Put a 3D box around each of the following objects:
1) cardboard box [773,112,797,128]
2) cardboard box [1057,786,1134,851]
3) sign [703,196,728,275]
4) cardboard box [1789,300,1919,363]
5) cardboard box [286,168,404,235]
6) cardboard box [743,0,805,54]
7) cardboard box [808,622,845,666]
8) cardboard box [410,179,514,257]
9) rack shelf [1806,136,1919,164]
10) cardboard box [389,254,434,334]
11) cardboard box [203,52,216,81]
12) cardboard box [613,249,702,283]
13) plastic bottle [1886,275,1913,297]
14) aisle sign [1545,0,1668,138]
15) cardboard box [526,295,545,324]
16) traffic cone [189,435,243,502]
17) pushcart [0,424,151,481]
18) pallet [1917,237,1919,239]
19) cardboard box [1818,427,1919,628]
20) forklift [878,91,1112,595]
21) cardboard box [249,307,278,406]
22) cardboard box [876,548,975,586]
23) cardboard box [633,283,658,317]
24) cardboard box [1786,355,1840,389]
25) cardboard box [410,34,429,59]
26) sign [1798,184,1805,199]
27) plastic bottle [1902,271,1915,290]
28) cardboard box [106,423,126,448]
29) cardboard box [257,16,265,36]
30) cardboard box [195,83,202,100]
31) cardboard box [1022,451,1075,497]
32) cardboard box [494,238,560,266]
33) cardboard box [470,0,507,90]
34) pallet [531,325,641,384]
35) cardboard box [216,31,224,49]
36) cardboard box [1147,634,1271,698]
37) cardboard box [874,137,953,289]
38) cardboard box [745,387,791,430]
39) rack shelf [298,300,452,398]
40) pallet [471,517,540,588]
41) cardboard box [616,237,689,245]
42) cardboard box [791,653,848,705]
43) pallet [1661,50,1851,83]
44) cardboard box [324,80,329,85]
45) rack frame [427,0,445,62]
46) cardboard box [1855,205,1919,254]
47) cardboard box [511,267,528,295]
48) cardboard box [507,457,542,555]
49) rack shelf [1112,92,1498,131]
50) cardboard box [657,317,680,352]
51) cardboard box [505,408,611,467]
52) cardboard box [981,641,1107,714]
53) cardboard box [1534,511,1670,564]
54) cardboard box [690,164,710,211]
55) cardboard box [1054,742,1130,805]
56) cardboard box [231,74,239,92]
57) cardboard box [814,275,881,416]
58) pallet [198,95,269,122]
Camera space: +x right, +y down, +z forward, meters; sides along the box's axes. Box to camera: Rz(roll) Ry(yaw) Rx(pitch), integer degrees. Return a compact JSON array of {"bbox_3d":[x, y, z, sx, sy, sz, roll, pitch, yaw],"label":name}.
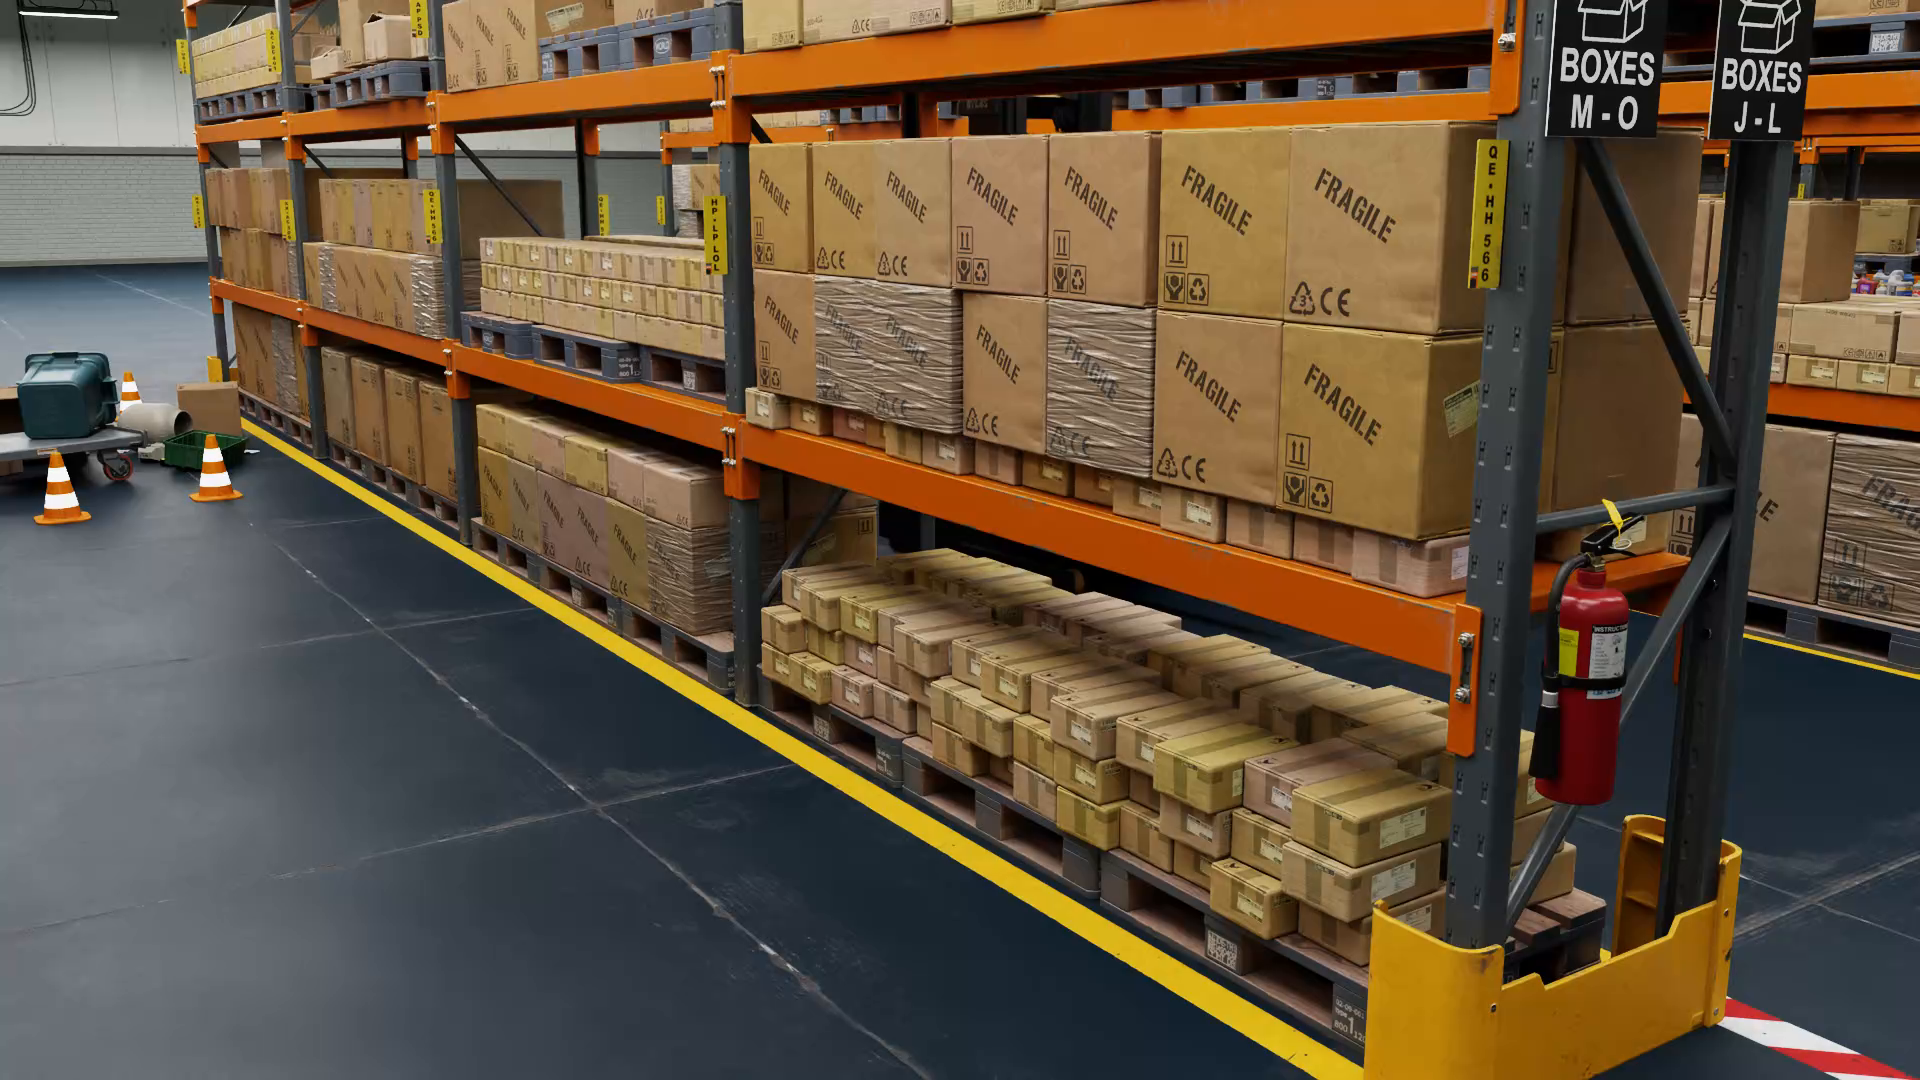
[{"bbox_3d":[-1.563,-4.307,16.865,0.500,0.250,0.500,-8,14,-31],"label":"cardboard box"},{"bbox_3d":[0.543,0.880,5.506,0.380,0.149,0.250,-9,15,-35],"label":"cardboard box"},{"bbox_3d":[-1.025,-1.278,6.974,0.100,0.325,0.005,-8,15,-33],"label":"sign"},{"bbox_3d":[4.492,-1.036,8.233,0.500,0.250,0.500,-8,15,-33],"label":"cardboard box"},{"bbox_3d":[-5.173,-2.872,14.094,0.875,0.550,0.550,-8,15,-33],"label":"cardboard box"},{"bbox_3d":[-0.529,-2.057,6.577,0.500,0.250,0.500,-7,14,-30],"label":"cardboard box"},{"bbox_3d":[-0.416,0.400,7.004,0.380,0.149,0.250,-8,15,-32],"label":"cardboard box"},{"bbox_3d":[-3.303,-2.198,11.318,0.700,0.500,0.500,-8,15,-34],"label":"cardboard box"},{"bbox_3d":[10.761,-3.989,16.745,1.077,0.370,4.000,-8,15,-33],"label":"rack shelf"},{"bbox_3d":[-3.530,-1.676,11.271,0.500,0.500,0.500,-8,15,-33],"label":"cardboard box"},{"bbox_3d":[-6.878,-4.498,15.825,0.500,0.250,0.500,-8,15,-33],"label":"cardboard box"},{"bbox_3d":[-1.520,-1.385,8.385,0.380,0.149,0.250,-9,15,-35],"label":"cardboard box"},{"bbox_3d":[7.256,-1.905,12.843,0.152,0.276,0.135,-8,15,-33],"label":"plastic bottle"},{"bbox_3d":[1.442,-1.289,3.648,0.394,0.787,0.004,-8,15,-33],"label":"aisle sign"},{"bbox_3d":[-2.252,-1.326,9.507,0.380,0.149,0.250,-7,14,-30],"label":"cardboard box"},{"bbox_3d":[-5.512,-0.545,12.270,0.336,0.463,0.334,-8,15,-33],"label":"traffic cone"},{"bbox_3d":[-7.192,-0.595,12.701,0.936,0.377,1.648,9,15,35],"label":"pushcart"},{"bbox_3d":[12.643,-4.072,22.908,1.003,0.211,1.213,-8,15,-33],"label":"pallet"},{"bbox_3d":[4.911,-0.070,8.150,0.875,0.875,0.875,-8,15,-33],"label":"cardboard box"},{"bbox_3d":[0.819,-1.229,9.621,1.130,2.935,3.031,-10,16,-40],"label":"forklift"},{"bbox_3d":[-6.294,-1.811,16.112,0.875,0.875,0.875,-8,15,-34],"label":"cardboard box"},{"bbox_3d":[-0.151,0.151,7.449,0.380,0.149,0.250,-8,14,-31],"label":"cardboard box"},{"bbox_3d":[-1.387,-1.193,8.205,0.380,0.149,0.250,-9,15,-35],"label":"cardboard box"},{"bbox_3d":[4.372,-0.856,8.343,0.380,0.149,0.250,-9,15,-34],"label":"cardboard box"},{"bbox_3d":[-3.296,-3.176,10.671,0.380,0.166,0.250,-8,15,-33],"label":"cardboard box"},{"bbox_3d":[9.192,-3.730,18.189,0.100,0.325,0.005,-8,15,-33],"label":"sign"},{"bbox_3d":[7.688,-2.046,13.499,0.097,0.271,0.097,0,12,0],"label":"plastic bottle"},{"bbox_3d":[-7.483,-0.953,14.600,0.396,0.266,0.258,-5,13,-23],"label":"cardboard box"},{"bbox_3d":[-5.606,-4.260,13.803,0.380,0.149,0.250,-8,15,-33],"label":"cardboard box"},{"bbox_3d":[-7.291,-4.411,16.359,0.380,0.149,0.250,-8,15,-32],"label":"cardboard box"},{"bbox_3d":[0.434,-0.254,5.589,0.380,0.149,0.250,-8,15,-32],"label":"cardboard box"},{"bbox_3d":[-2.536,-1.710,9.875,0.380,0.149,0.250,-9,15,-34],"label":"cardboard box"},{"bbox_3d":[-2.404,-2.783,9.312,0.500,0.500,0.500,-8,15,-33],"label":"cardboard box"},{"bbox_3d":[-1.651,-1.049,9.087,1.003,0.211,1.213,-8,15,-33],"label":"pallet"},{"bbox_3d":[-6.591,-4.576,15.248,0.380,0.149,0.250,-8,15,-33],"label":"cardboard box"},{"bbox_3d":[0.898,0.465,6.014,0.380,0.149,0.250,-8,15,-32],"label":"cardboard box"},{"bbox_3d":[0.035,-1.169,5.913,0.500,0.500,0.500,-8,15,-32],"label":"cardboard box"},{"bbox_3d":[-0.681,-0.567,7.020,0.380,0.149,0.250,-7,14,-31],"label":"cardboard box"},{"bbox_3d":[-3.890,-1.494,12.358,1.077,0.370,4.000,-8,15,-33],"label":"rack shelf"},{"bbox_3d":[-2.350,0.011,10.316,1.003,0.211,1.213,-8,15,-33],"label":"pallet"},{"bbox_3d":[-1.846,-1.739,10.004,0.380,0.149,0.250,-8,14,-31],"label":"cardboard box"},{"bbox_3d":[-0.484,0.559,6.974,0.380,0.149,0.250,-8,14,-31],"label":"cardboard box"},{"bbox_3d":[4.064,-2.623,9.021,1.003,0.211,1.213,-8,15,-33],"label":"pallet"},{"bbox_3d":[-5.482,-4.084,14.865,0.380,0.149,0.250,-8,15,-34],"label":"cardboard box"},{"bbox_3d":[-2.781,-4.421,10.013,1.000,3.000,0.127,-8,15,-33],"label":"rack frame"},{"bbox_3d":[10.095,-3.386,18.109,0.500,0.500,0.700,9,15,36],"label":"cardboard box"},{"bbox_3d":[-2.378,-1.513,9.668,0.380,0.149,0.250,-9,15,-35],"label":"cardboard box"},{"bbox_3d":[-2.320,-0.229,9.756,0.500,0.500,0.500,-8,15,-32],"label":"cardboard box"},{"bbox_3d":[2.512,-2.817,11.386,1.077,0.370,4.000,-8,15,-33],"label":"rack shelf"},{"bbox_3d":[-1.231,-0.999,8.013,0.380,0.149,0.250,-8,15,-33],"label":"cardboard box"},{"bbox_3d":[-2.320,-0.599,9.692,0.500,0.250,0.500,-8,15,-33],"label":"cardboard box"},{"bbox_3d":[0.298,0.485,5.920,0.380,0.149,0.250,-8,15,-32],"label":"cardboard box"},{"bbox_3d":[1.744,-0.041,4.616,0.380,0.149,0.250,-8,15,-33],"label":"cardboard box"},{"bbox_3d":[-2.680,-3.945,18.608,0.500,0.500,0.500,-8,15,-33],"label":"cardboard box"},{"bbox_3d":[0.534,0.732,5.487,0.380,0.149,0.250,-8,15,-32],"label":"cardboard box"},{"bbox_3d":[-6.312,-4.096,14.922,0.380,0.149,0.250,-8,15,-33],"label":"cardboard box"},{"bbox_3d":[-0.221,-0.768,6.421,0.500,0.500,0.500,-8,15,-33],"label":"cardboard box"},{"bbox_3d":[-6.794,-4.204,16.252,1.003,0.211,1.213,-8,15,-33],"label":"pallet"}]
